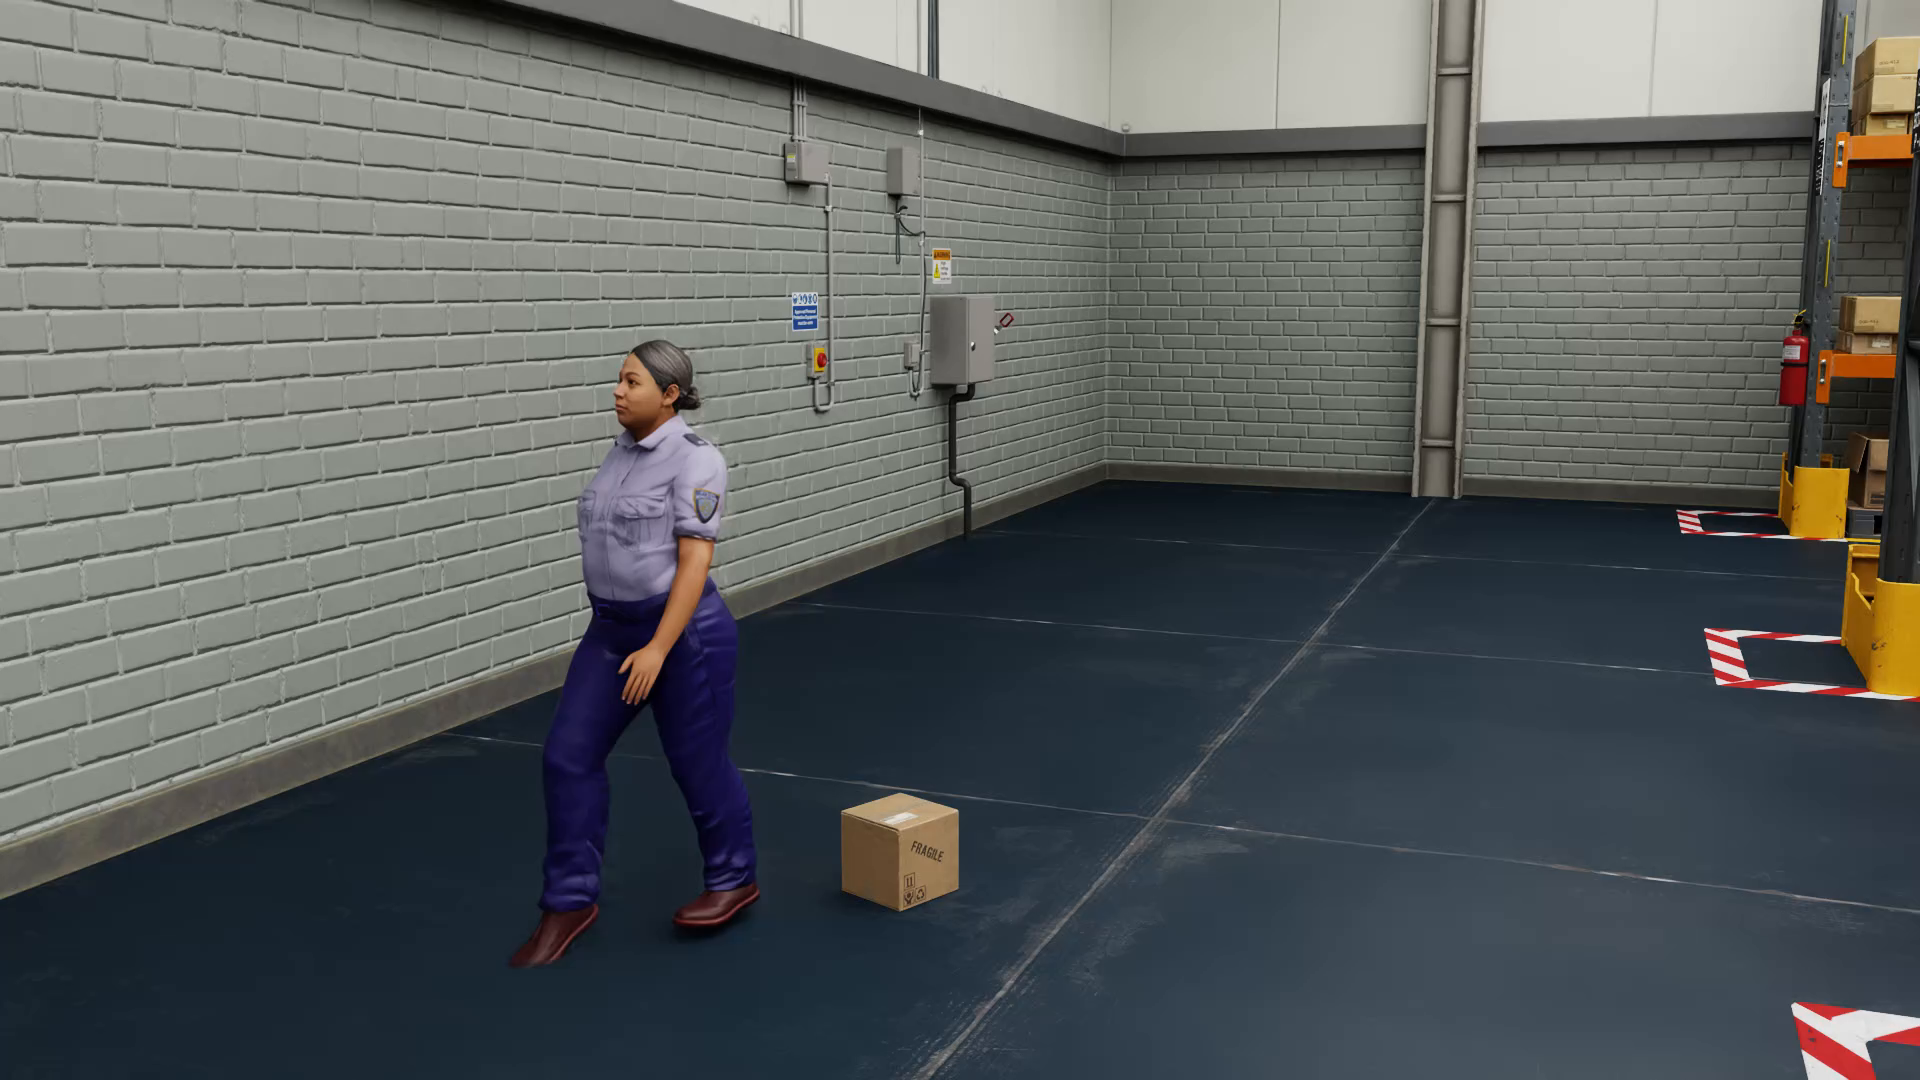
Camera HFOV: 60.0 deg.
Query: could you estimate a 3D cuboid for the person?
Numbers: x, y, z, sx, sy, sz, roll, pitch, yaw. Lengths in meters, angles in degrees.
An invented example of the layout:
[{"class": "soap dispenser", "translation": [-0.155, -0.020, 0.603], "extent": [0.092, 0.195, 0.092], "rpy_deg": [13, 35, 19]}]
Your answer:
[{"class": "person", "translation": [-0.853, 0.317, 4.467], "extent": [0.484, 1.686, 0.705], "rpy_deg": [8, 12, 40]}]
